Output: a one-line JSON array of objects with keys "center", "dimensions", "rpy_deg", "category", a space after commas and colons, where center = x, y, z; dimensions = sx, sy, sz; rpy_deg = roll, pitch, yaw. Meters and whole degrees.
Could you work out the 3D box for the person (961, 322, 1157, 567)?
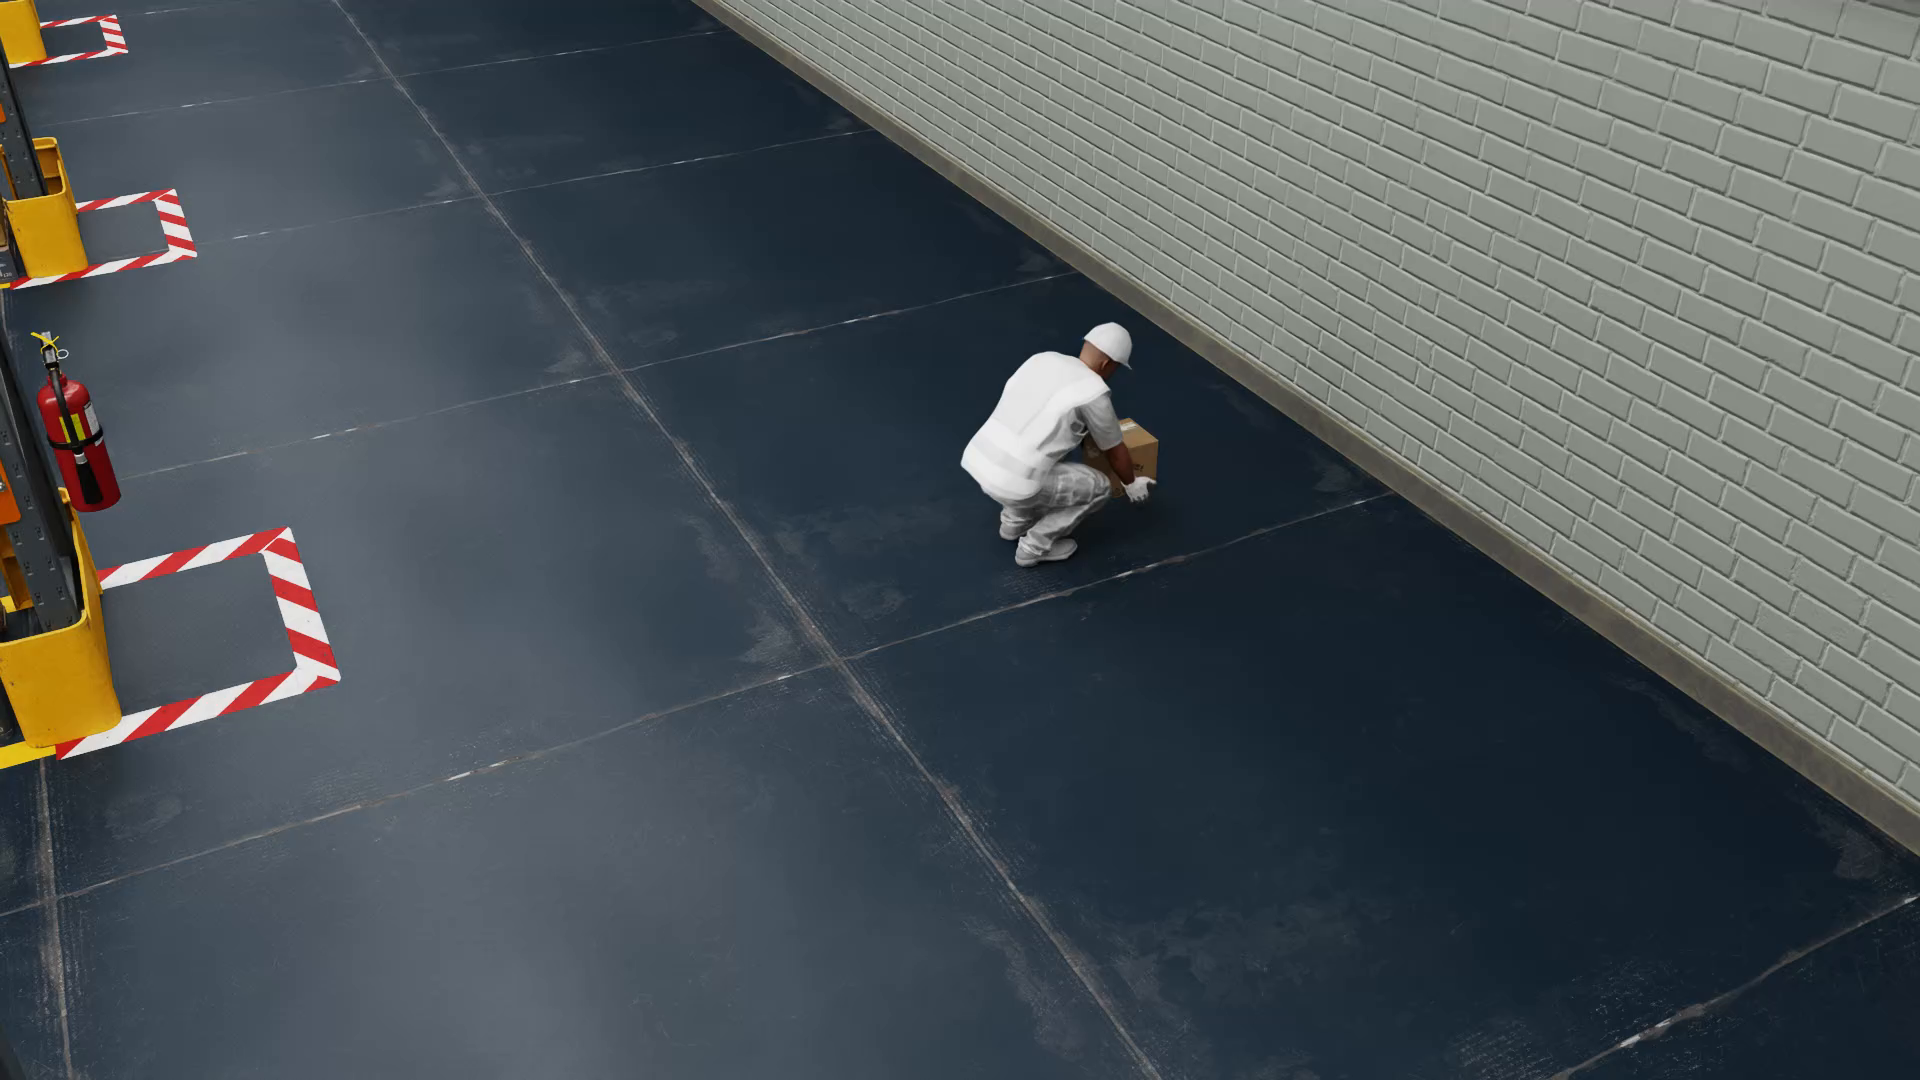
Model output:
[{"center": [0.440, -0.448, 7.547], "dimensions": [0.910, 1.003, 0.564], "rpy_deg": [-17, 36, -24], "category": "person"}]
